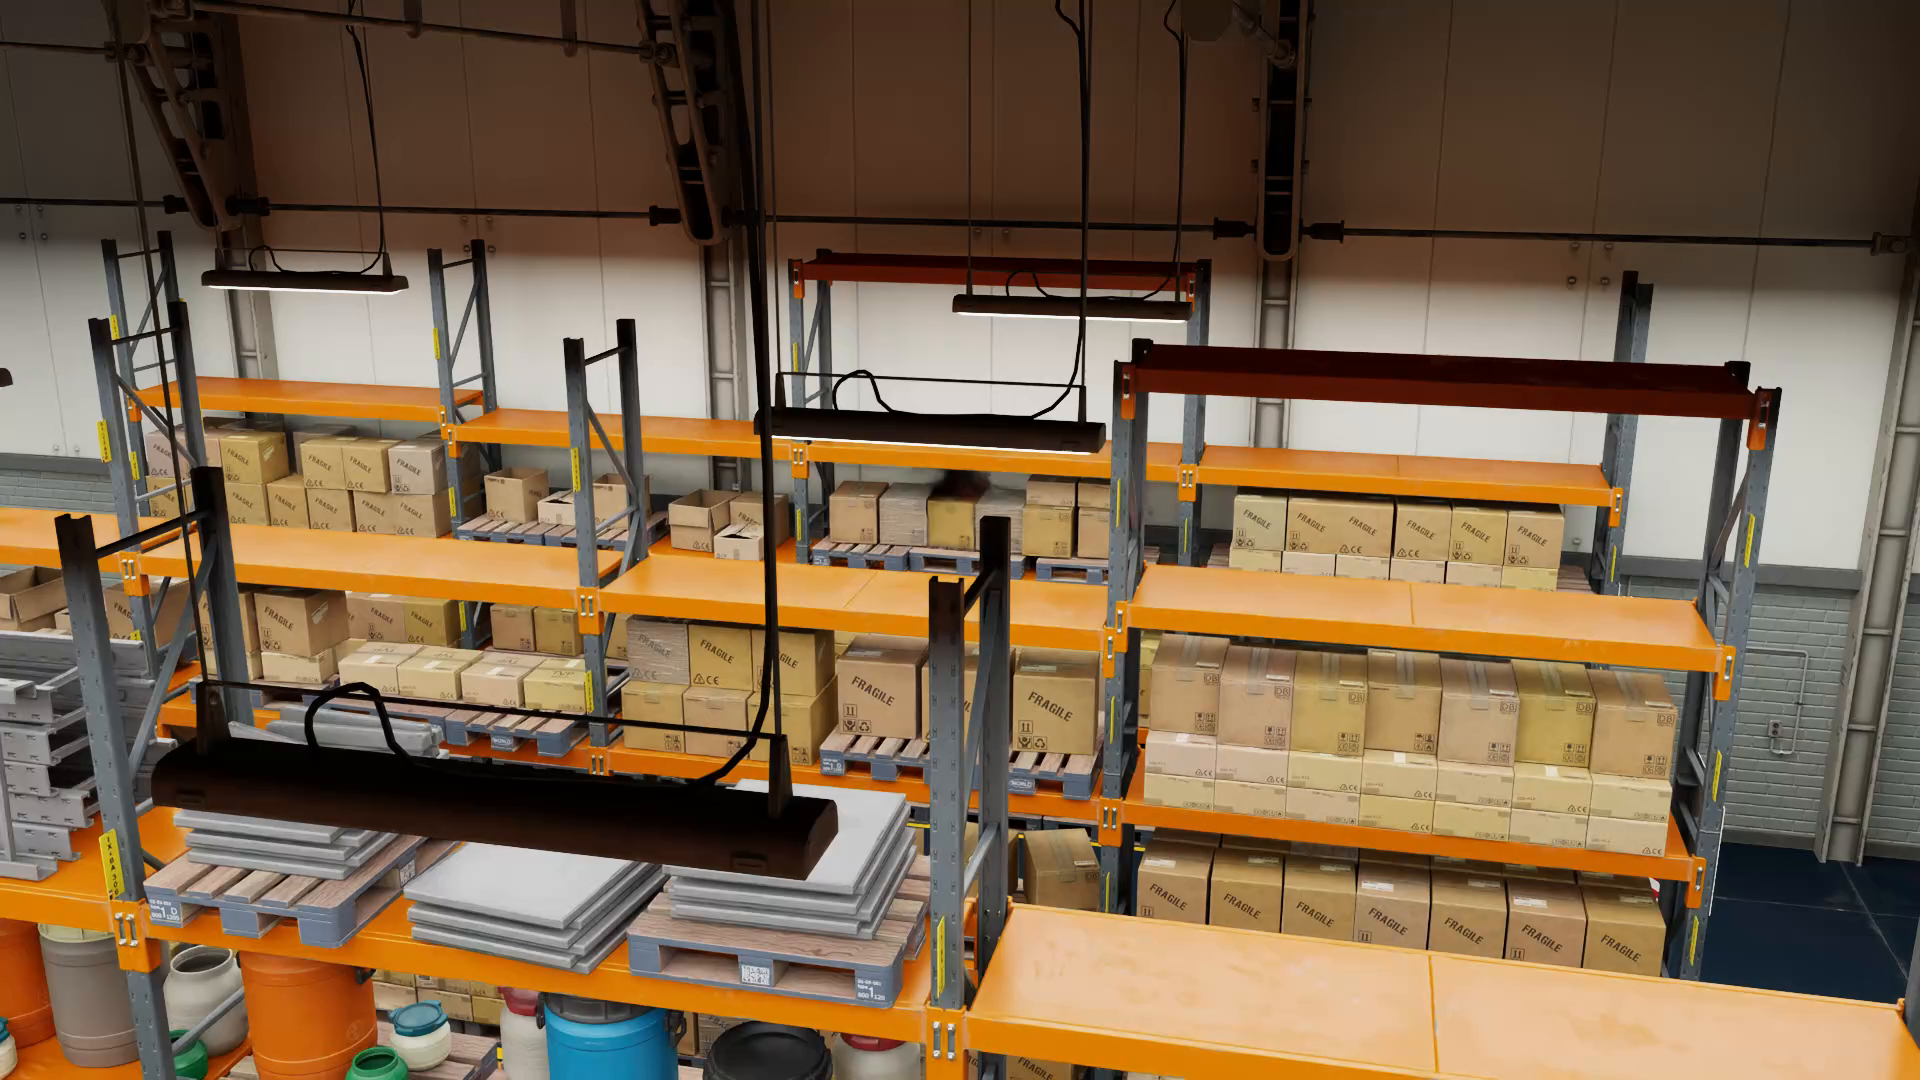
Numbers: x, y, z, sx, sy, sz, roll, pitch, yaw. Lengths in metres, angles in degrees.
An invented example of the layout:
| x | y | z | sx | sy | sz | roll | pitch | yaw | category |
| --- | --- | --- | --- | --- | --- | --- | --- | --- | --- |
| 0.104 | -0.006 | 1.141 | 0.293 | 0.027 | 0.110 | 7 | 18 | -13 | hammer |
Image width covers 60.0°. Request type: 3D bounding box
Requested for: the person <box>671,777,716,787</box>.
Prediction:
| x | y | z | sx | sy | sz | roll | pitch | yaw | category |
| --- | --- | --- | --- | --- | --- | --- | --- | --- | --- |
| -2.575 | 2.453 | 15.935 | 0.508 | 1.762 | 0.492 | -13 | 21 | -38 | person |
